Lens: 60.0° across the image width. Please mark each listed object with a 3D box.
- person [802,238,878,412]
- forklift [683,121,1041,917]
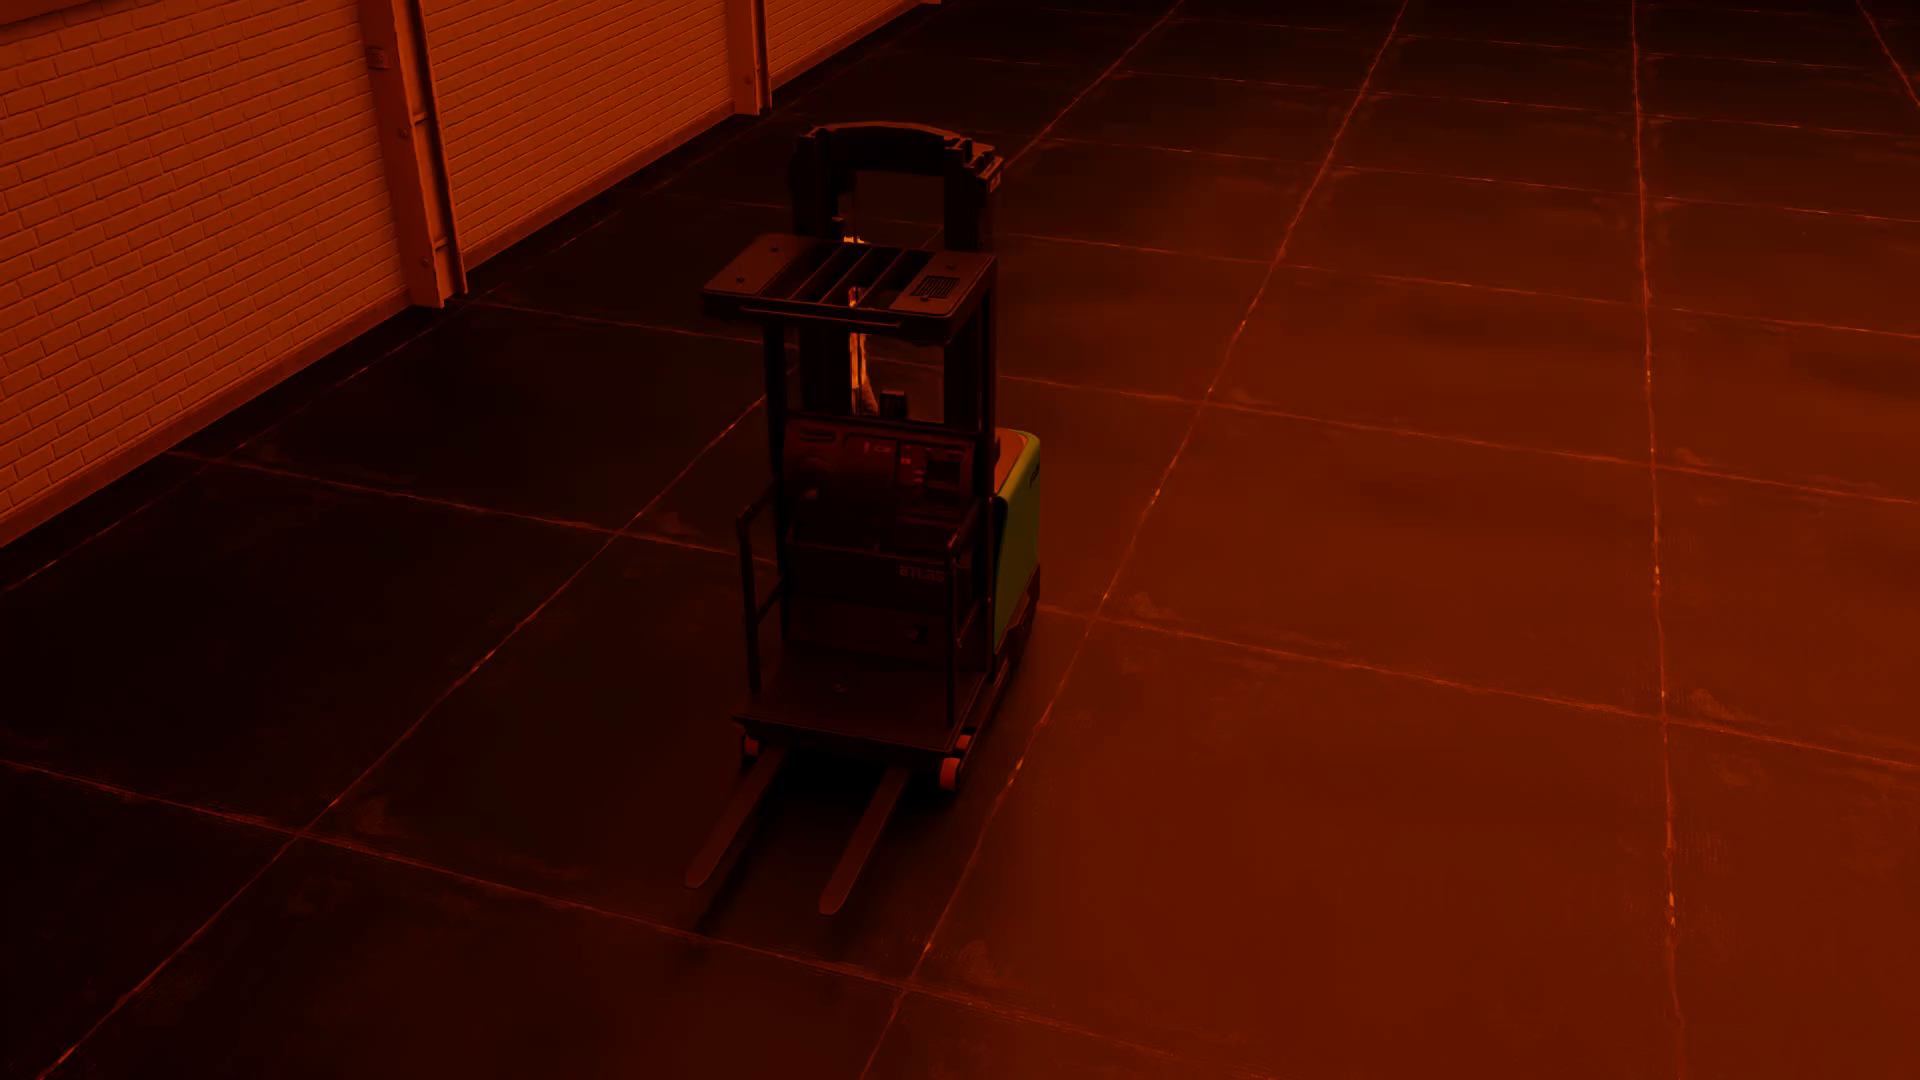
[{"bbox_3d":[-0.752,-0.975,10.118,0.481,1.737,0.903,5,30,9],"label":"person"},{"bbox_3d":[-0.442,-0.283,7.634,1.130,2.935,3.031,8,31,14],"label":"forklift"}]
